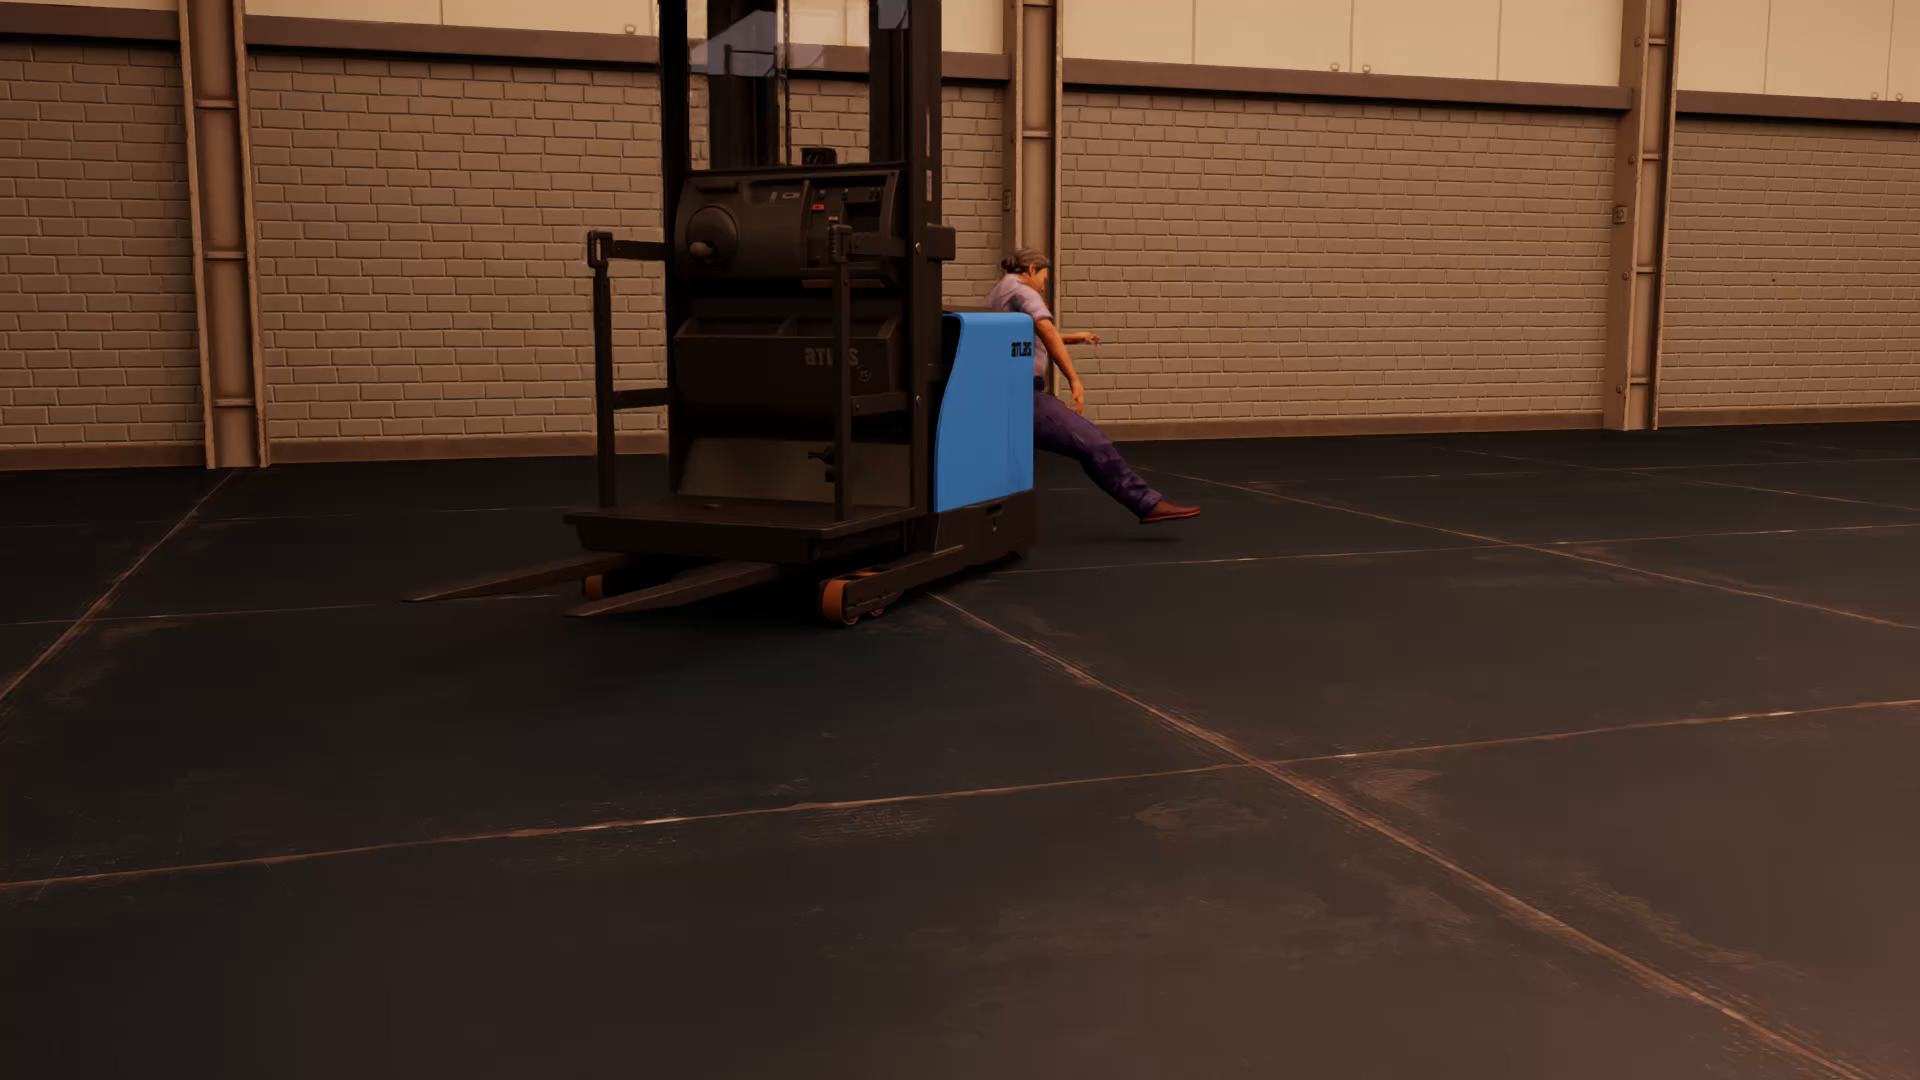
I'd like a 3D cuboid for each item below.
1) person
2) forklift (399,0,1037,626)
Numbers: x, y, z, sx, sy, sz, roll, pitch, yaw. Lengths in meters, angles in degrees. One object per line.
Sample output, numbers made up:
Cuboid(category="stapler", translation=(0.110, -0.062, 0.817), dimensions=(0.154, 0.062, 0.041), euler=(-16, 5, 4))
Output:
Cuboid(category="person", translation=(0.521, -0.704, 8.098), dimensions=(1.045, 1.391, 0.942), euler=(-3, 8, -18))
Cuboid(category="forklift", translation=(-0.741, -1.221, 6.023), dimensions=(1.130, 2.935, 3.031), euler=(4, 9, 24))
